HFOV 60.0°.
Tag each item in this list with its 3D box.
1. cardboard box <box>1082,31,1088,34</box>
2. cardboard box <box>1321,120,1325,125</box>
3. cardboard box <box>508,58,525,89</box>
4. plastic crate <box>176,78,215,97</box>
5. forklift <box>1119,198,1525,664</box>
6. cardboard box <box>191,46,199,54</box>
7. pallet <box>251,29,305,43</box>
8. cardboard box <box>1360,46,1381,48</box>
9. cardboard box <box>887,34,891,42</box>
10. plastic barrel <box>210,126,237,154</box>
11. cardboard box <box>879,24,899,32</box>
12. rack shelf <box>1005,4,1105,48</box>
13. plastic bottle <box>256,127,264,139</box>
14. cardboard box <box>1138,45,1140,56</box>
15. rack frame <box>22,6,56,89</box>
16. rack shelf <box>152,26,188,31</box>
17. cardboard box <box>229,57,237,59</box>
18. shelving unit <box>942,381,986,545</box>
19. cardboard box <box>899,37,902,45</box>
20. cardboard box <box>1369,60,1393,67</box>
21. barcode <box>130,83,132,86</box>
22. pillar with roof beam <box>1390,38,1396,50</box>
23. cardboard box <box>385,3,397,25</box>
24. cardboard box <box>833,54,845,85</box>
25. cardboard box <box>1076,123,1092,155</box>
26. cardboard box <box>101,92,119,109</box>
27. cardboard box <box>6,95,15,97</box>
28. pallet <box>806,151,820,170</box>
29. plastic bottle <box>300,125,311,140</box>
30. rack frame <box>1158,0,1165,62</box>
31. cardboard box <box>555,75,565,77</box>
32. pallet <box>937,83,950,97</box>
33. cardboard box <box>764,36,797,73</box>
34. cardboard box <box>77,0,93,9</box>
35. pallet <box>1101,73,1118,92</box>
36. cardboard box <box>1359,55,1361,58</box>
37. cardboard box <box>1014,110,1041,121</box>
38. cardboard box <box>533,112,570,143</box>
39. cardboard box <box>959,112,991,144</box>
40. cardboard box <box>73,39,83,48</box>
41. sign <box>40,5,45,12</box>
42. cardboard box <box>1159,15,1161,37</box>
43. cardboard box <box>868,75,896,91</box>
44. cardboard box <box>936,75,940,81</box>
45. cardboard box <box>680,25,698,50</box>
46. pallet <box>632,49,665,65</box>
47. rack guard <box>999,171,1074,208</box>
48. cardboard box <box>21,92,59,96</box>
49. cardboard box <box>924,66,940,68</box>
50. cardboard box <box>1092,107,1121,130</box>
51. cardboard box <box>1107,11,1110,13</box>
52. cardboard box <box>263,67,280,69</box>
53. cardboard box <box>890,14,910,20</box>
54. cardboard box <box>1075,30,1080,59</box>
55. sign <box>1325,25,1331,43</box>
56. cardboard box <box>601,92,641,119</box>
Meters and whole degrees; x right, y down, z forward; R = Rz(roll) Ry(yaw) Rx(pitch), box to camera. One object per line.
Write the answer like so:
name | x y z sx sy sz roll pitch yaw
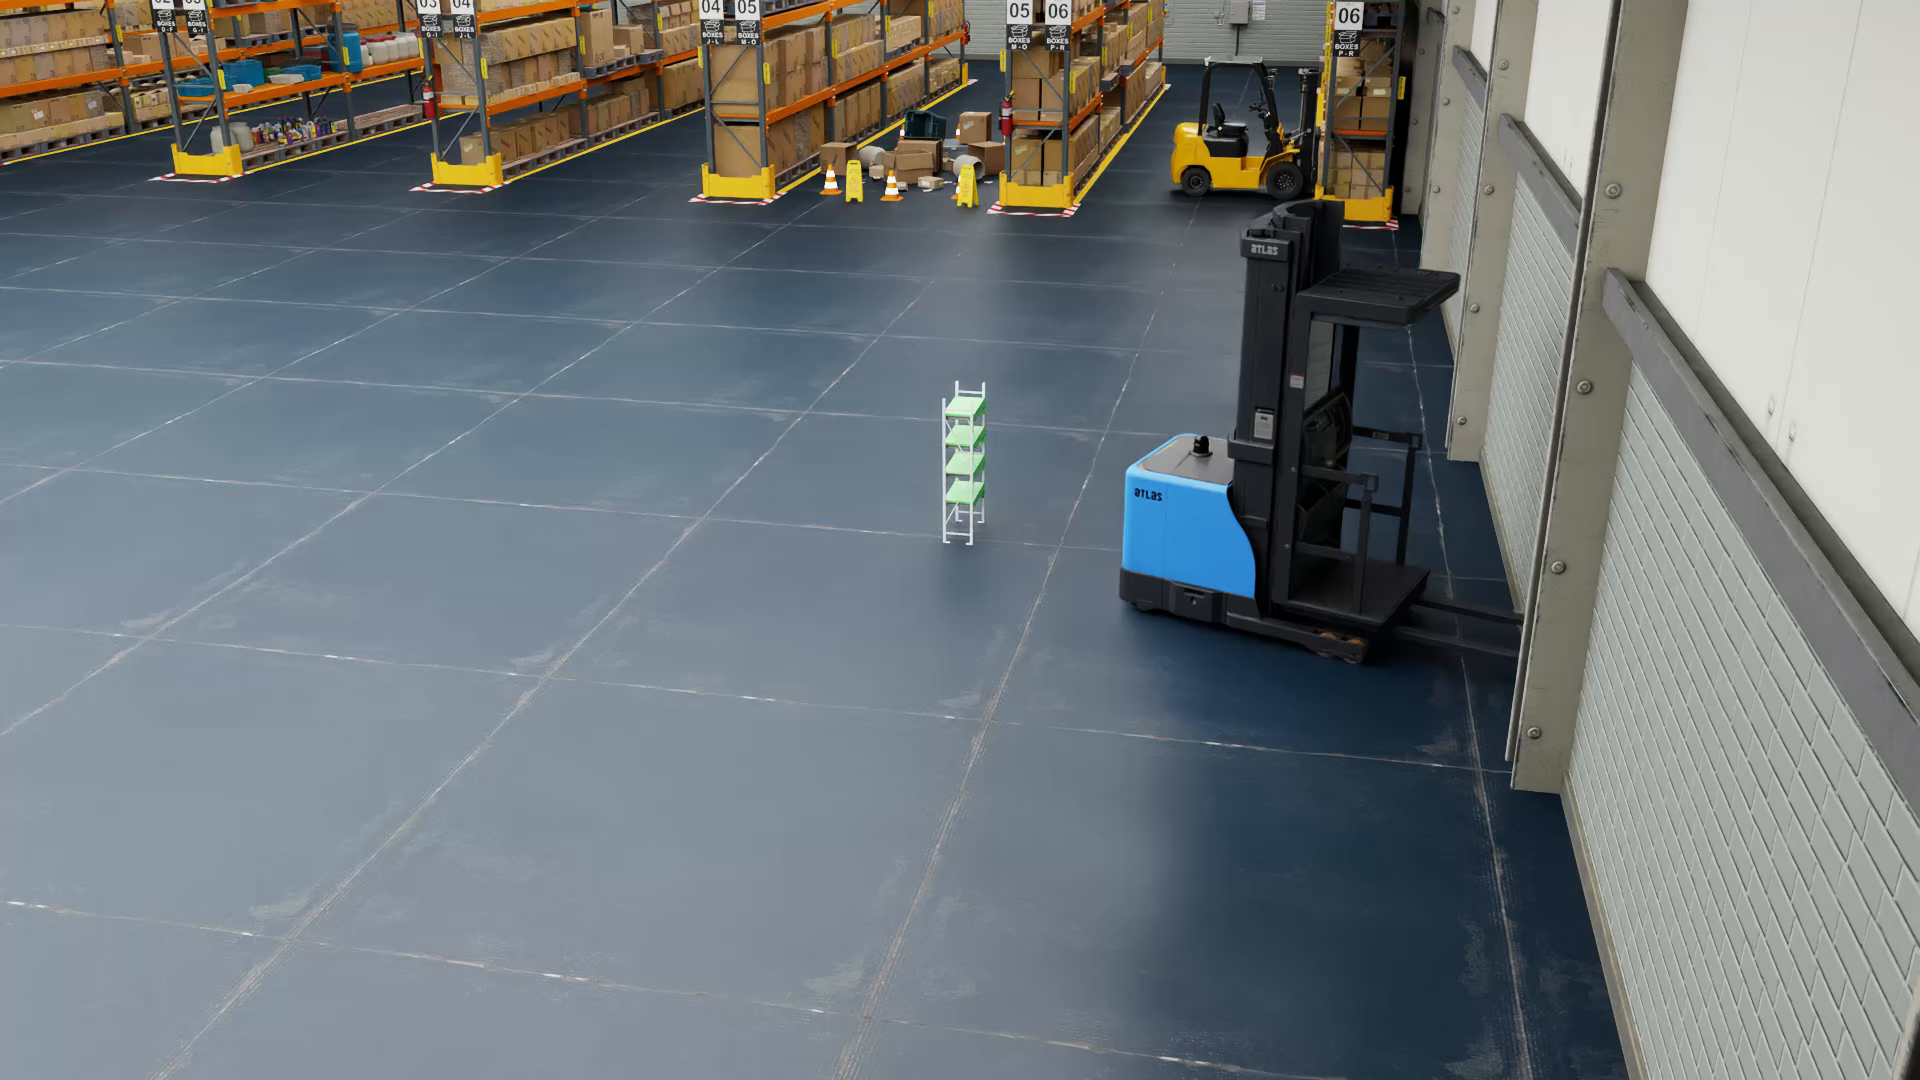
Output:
cardboard box | 2.219 -9.355 31.504 0.500 0.500 0.500 4 22 9
cardboard box | 6.486 -7.082 28.732 0.500 0.250 0.500 4 22 10
cardboard box | -8.218 -8.276 29.386 0.875 0.500 0.500 4 22 11
plastic crate | -13.525 -8.035 29.520 0.499 0.251 0.616 4 22 11
forklift | 2.692 -0.745 11.310 3.031 2.935 1.130 13 25 28
cardboard box | -16.756 -10.616 36.065 0.380 0.149 0.250 6 23 15
pallet | -16.158 -11.826 38.989 1.003 0.211 1.213 4 22 11
cardboard box | 7.672 -9.148 31.081 0.380 0.149 0.250 4 22 11
cardboard box | -1.670 -10.509 34.838 0.380 0.149 0.250 6 23 13
plastic barrel | -13.275 -7.186 29.979 0.421 0.512 0.421 0 22 0
cardboard box | -1.520 -10.924 35.471 0.380 0.149 0.250 6 23 13
rack shelf | 1.624 -8.555 27.558 1.077 0.370 4.000 4 22 11
plastic bottle | -13.282 -7.685 31.508 0.152 0.276 0.135 4 22 9
cardboard box | 3.593 -10.532 35.721 0.500 0.250 0.500 4 22 9
rack frame | -21.401 -11.580 38.121 1.000 3.000 0.127 4 22 11
rack shelf | -20.176 -13.440 43.703 1.077 0.370 4.000 4 22 11
cardboard box | -19.915 -13.094 44.665 0.700 0.500 0.500 4 22 11
shelving unit | 0.034 -0.617 13.310 0.258 1.200 0.503 4 22 11
cardboard box | -1.461 -10.743 35.818 0.380 0.149 0.250 5 22 12
cardboard box | 6.927 -7.821 27.387 0.380 0.149 0.250 4 22 10
barcode | -16.907 -9.292 33.912 0.001 0.075 0.075 4 22 11
pillar with roof beam | 5.334 -14.074 36.284 9.100 9.000 0.400 4 22 11
cardboard box | -14.953 -13.619 43.050 0.500 0.500 0.500 5 22 11
cardboard box | -2.464 -8.787 31.053 0.500 0.500 0.500 5 22 12
cardboard box | 1.969 -6.886 28.581 0.500 0.500 0.500 6 23 14
cardboard box | -17.565 -9.090 34.307 0.500 0.311 0.500 4 22 11
cardboard box | -21.716 -10.177 37.396 0.700 0.500 0.500 4 22 11
pallet | -3.066 -7.003 30.490 1.003 0.211 1.213 4 22 11
plastic bottle | -12.510 -7.797 31.786 0.152 0.276 0.135 5 22 12
rack frame | 4.480 -12.617 40.697 1.000 3.000 0.127 4 22 11
cardboard box | -7.596 -8.589 31.031 0.380 0.149 0.250 4 22 11
pallet | -0.853 -10.897 40.158 1.003 0.211 1.213 4 22 11
cardboard box | -3.268 -8.212 28.112 0.875 0.550 0.550 4 22 11
cardboard box | -20.849 -12.647 39.209 0.500 0.250 0.500 5 22 11
pallet | 2.330 -8.408 30.502 1.003 0.211 1.213 4 22 11
cardboard box | 6.589 -8.139 28.177 0.380 0.149 0.250 5 22 12
cardboard box | 1.083 -6.802 26.595 0.380 0.149 0.250 5 23 13
cardboard box | -7.790 -7.876 31.708 0.500 0.500 0.500 4 22 9
cardboard box | 0.283 -7.545 30.435 0.500 0.500 0.500 4 22 11
cardboard box | -17.369 -9.690 32.426 0.380 0.149 0.250 4 22 11
sign | -20.868 -12.042 37.825 0.100 0.325 0.005 4 22 11
cardboard box | 4.524 -12.284 39.737 0.500 0.500 0.500 4 22 10
cardboard box | -1.641 -9.649 35.106 0.500 0.250 0.500 3 22 8
cardboard box | -0.700 -11.002 39.542 0.380 0.149 0.250 6 23 13
cardboard box | -6.180 -11.209 37.067 0.500 0.500 0.500 5 22 11
pallet | -6.895 -10.089 34.676 1.213 0.211 1.003 4 22 11
rack guard | 1.231 -5.634 26.703 1.175 0.500 0.348 4 22 11
cardboard box | -17.972 -8.496 32.579 0.500 0.500 0.500 4 22 11
cardboard box | -0.674 -11.236 39.724 0.380 0.149 0.250 4 22 9
cardboard box | 2.723 -8.461 33.333 0.950 0.372 0.625 3 22 7
cardboard box | 2.794 -10.599 34.213 0.500 0.500 0.500 5 22 12
cardboard box | -15.969 -10.768 38.861 0.500 0.500 0.500 4 22 10
cardboard box | -1.380 -11.877 38.328 0.500 0.500 0.500 4 22 11
cardboard box | 1.730 -8.732 29.180 0.700 0.500 0.500 4 22 10
sign | 7.175 -9.853 32.389 0.100 0.325 0.005 4 22 11
cardboard box | -7.071 -9.041 34.574 0.700 0.500 0.500 3 22 6
